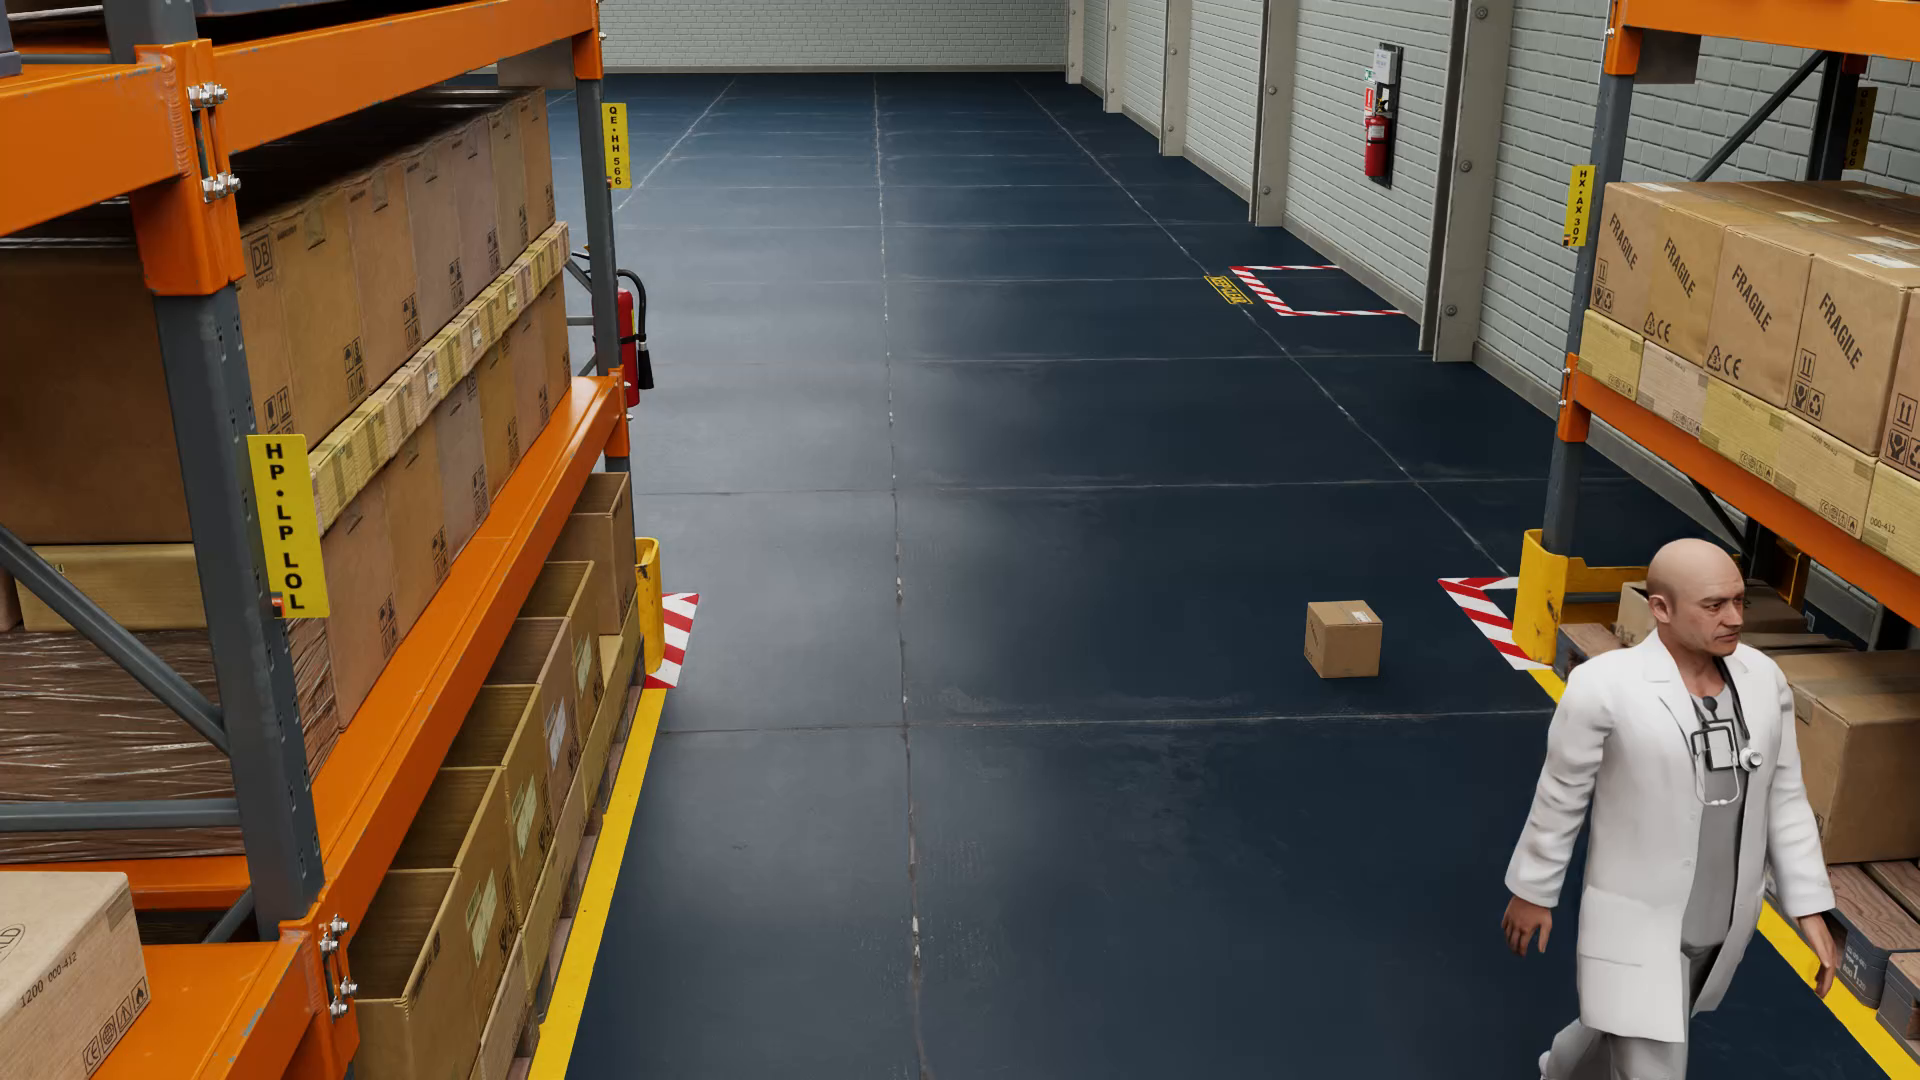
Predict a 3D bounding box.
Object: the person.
[{"bbox_3d":[1.634,0.869,3.707,0.618,1.723,1.074,-5,21,-13],"label":"person"}]
